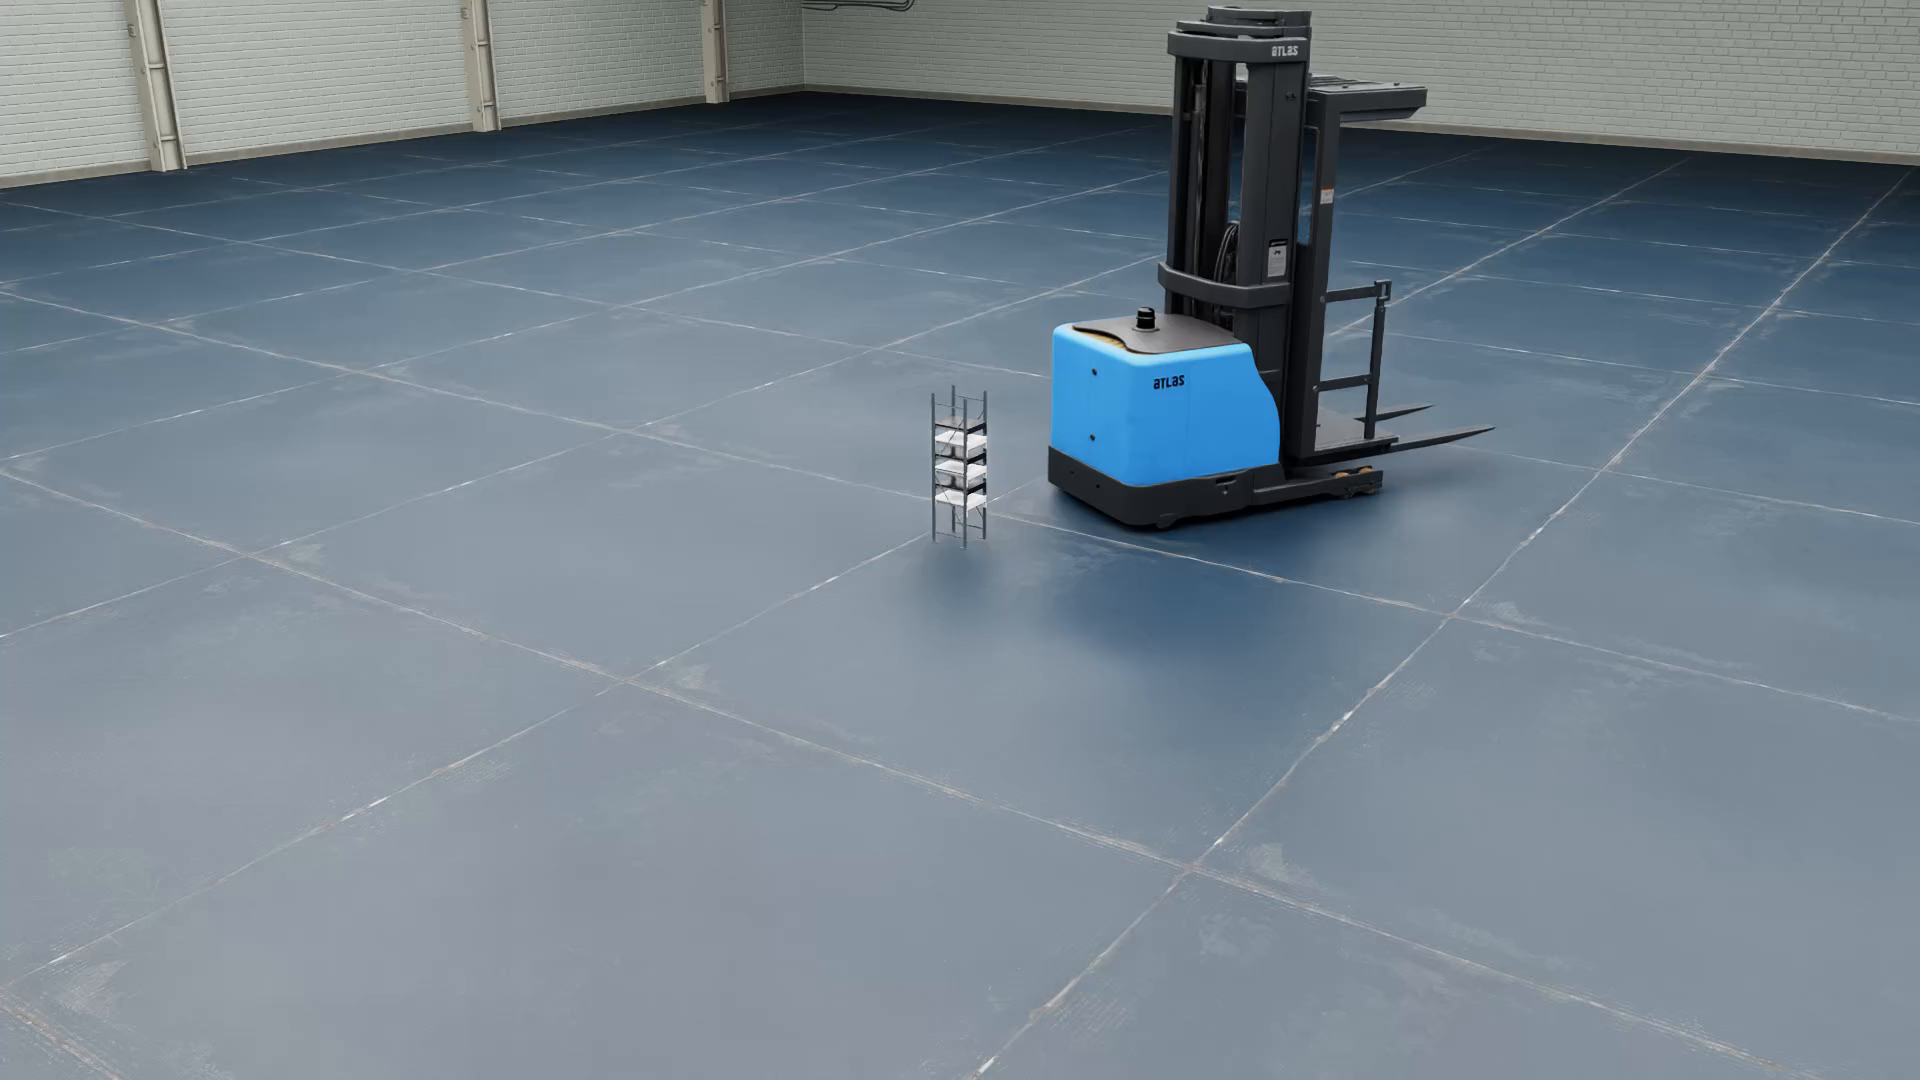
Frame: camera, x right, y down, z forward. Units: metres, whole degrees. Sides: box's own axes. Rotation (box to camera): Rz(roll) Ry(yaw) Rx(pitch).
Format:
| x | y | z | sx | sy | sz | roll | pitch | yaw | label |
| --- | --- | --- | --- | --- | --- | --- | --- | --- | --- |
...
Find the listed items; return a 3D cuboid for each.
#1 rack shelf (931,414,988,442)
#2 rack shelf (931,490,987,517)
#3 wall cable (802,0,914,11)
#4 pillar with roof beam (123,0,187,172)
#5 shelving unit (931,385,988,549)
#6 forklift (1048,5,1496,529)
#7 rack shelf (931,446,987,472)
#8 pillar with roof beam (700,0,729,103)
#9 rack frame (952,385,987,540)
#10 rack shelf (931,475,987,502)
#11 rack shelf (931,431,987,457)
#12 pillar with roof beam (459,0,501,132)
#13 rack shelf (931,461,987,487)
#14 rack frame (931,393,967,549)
| x | y | z | sx | sy | sz | roll | pitch | yaw | label |
| --- | --- | --- | --- | --- | --- | --- | --- | --- | --- |
| -0.005 | -0.642 | 9.520 | 0.258 | 0.077 | 0.200 | 13 | 24 | 32 | rack shelf |
| -0.005 | -0.220 | 9.677 | 0.258 | 0.077 | 0.200 | 13 | 24 | 32 | rack shelf |
| -2.194 | -12.274 | 34.453 | 3.097 | 2.526 | 0.112 | 13 | 24 | 32 | wall cable |
| -8.129 | -8.861 | 20.748 | 9.100 | 9.000 | 0.400 | 13 | 24 | 32 | pillar with roof beam |
| -0.005 | -0.420 | 9.603 | 0.258 | 0.900 | 0.210 | 13 | 24 | 32 | shelving unit |
| 2.106 | -1.784 | 10.363 | 3.031 | 2.935 | 1.130 | -10 | 23 | -26 | forklift |
| -0.005 | -0.473 | 9.583 | 0.258 | 0.077 | 0.200 | 13 | 24 | 32 | rack shelf |
| -1.383 | -12.304 | 30.056 | 9.100 | 9.000 | 0.400 | 13 | 24 | 32 | pillar with roof beam |
| 0.053 | -0.449 | 9.681 | 0.240 | 0.900 | 0.006 | 13 | 24 | 32 | rack frame |
| -0.005 | -0.304 | 9.645 | 0.258 | 0.077 | 0.200 | 13 | 24 | 32 | rack shelf |
| -0.005 | -0.557 | 9.552 | 0.258 | 0.077 | 0.200 | 13 | 24 | 32 | rack shelf |
| -4.756 | -10.582 | 25.402 | 9.100 | 9.000 | 0.400 | 13 | 24 | 32 | pillar with roof beam |
| -0.005 | -0.388 | 9.614 | 0.258 | 0.077 | 0.200 | 13 | 24 | 32 | rack shelf |
| -0.062 | -0.391 | 9.524 | 0.240 | 0.900 | 0.006 | 13 | 24 | 32 | rack frame |
